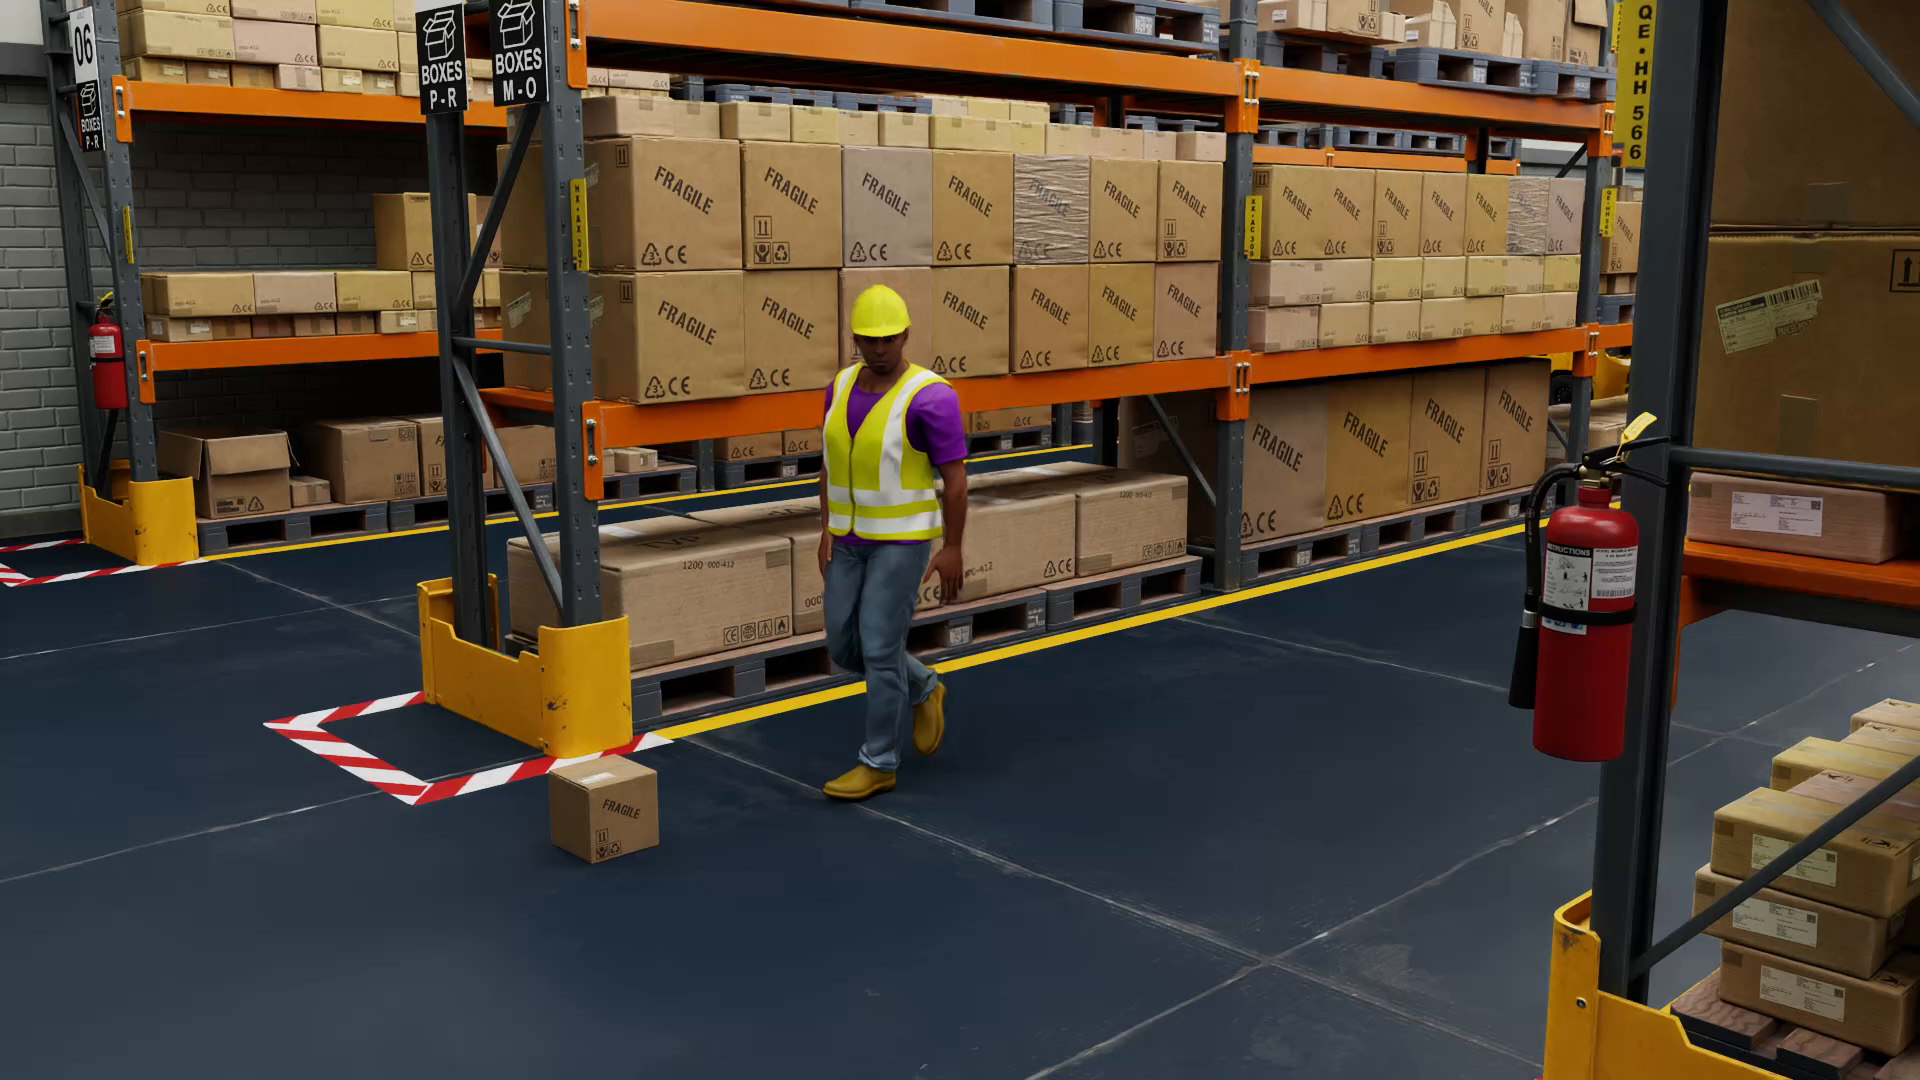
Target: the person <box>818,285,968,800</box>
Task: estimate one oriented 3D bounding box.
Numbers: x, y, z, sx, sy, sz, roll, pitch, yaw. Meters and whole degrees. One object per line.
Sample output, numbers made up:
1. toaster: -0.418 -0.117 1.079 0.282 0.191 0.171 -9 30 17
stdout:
1. person: -0.231 -0.006 5.828 0.586 1.763 0.693 9 14 41
